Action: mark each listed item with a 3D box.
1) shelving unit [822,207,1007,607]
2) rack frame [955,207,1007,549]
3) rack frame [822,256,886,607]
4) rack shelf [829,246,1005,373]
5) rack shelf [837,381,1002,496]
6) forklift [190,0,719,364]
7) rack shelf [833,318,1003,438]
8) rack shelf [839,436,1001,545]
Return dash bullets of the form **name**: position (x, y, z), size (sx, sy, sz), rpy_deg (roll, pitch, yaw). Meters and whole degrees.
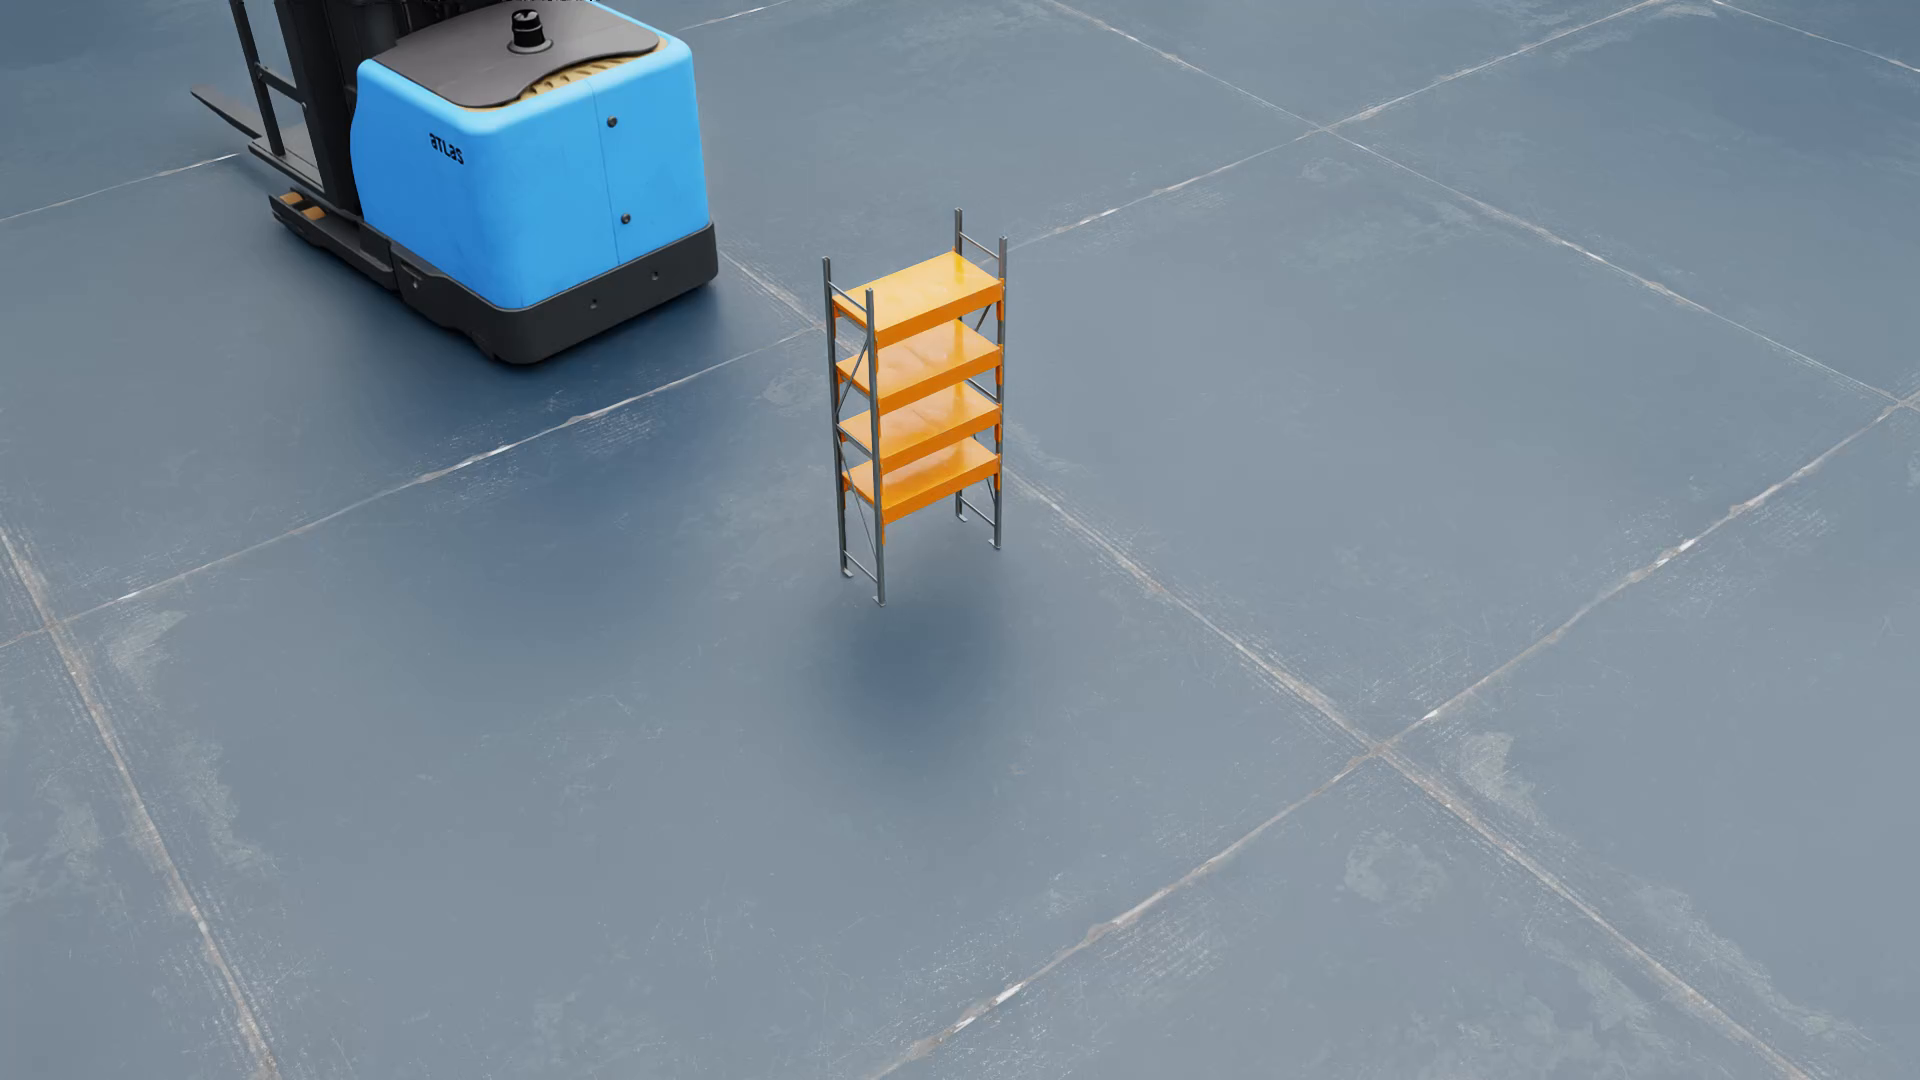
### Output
- **shelving unit**: position (-0.131, -0.400, 5.291), size (0.503, 1.200, 0.258), rpy_deg (-26, 46, -28)
- **rack frame**: position (0.062, -0.494, 5.406), size (0.015, 1.200, 0.240), rpy_deg (-26, 46, -28)
- **rack frame**: position (-0.325, -0.306, 5.177), size (0.015, 1.200, 0.240), rpy_deg (-26, 46, -28)
- **rack shelf**: position (-0.131, -0.704, 5.042), size (0.480, 0.148, 0.258), rpy_deg (-26, 46, -28)
- **rack shelf**: position (-0.131, -0.348, 5.334), size (0.480, 0.148, 0.258), rpy_deg (-26, 46, -28)
- **forklift**: position (-2.425, -2.642, 6.660), size (3.031, 2.935, 1.130), rpy_deg (32, 49, 33)
- **rack shelf**: position (-0.131, -0.521, 5.192), size (0.480, 0.148, 0.258), rpy_deg (-26, 46, -28)
- **rack shelf**: position (-0.131, -0.194, 5.460), size (0.480, 0.148, 0.258), rpy_deg (-26, 46, -28)
